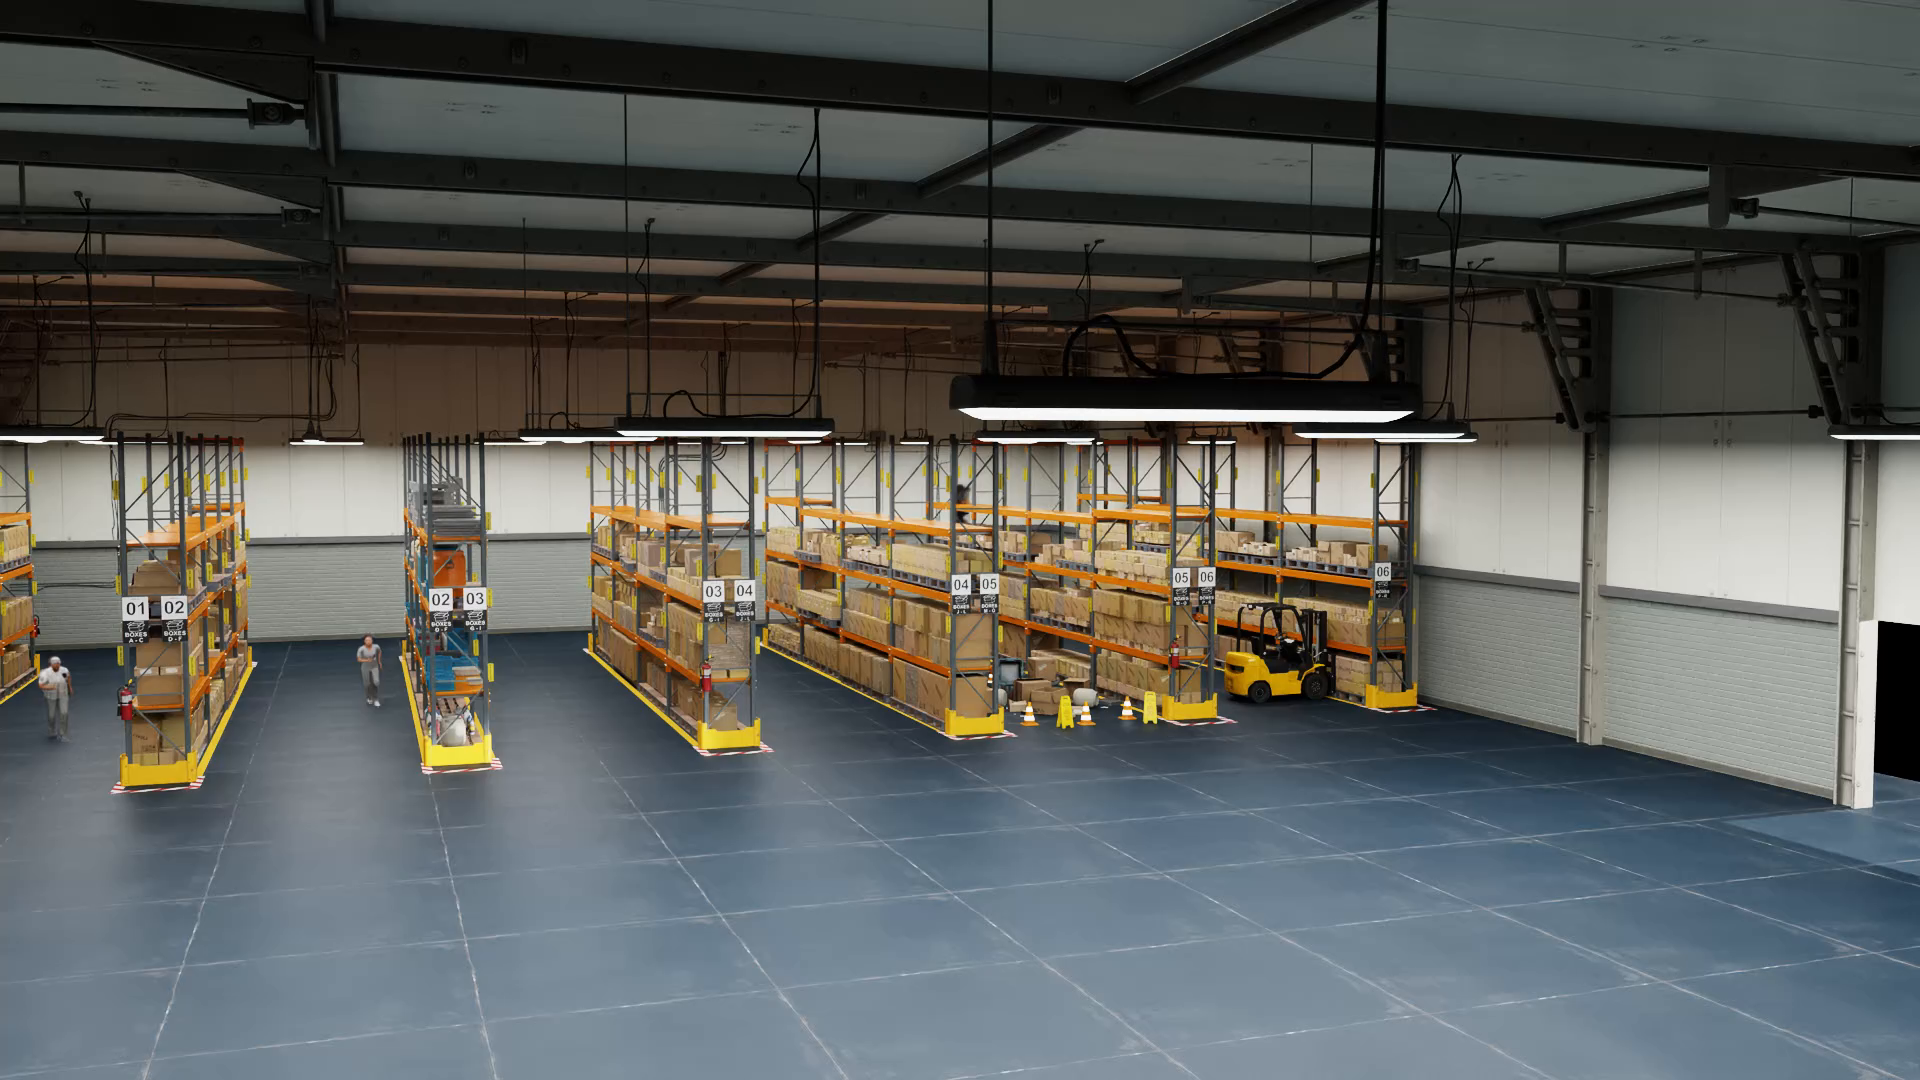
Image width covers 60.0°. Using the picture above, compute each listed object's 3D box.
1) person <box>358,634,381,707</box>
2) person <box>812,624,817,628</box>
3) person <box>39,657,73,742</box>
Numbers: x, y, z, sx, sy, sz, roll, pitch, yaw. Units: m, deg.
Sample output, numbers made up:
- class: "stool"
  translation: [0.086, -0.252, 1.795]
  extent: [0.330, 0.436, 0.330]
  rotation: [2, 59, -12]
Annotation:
- class: "person"
  translation: [-13.051, 2.872, 36.765]
  extent: [0.495, 1.609, 0.906]
  rotation: [-1, 3, -20]
- class: "person"
  translation: [-3.986, 2.131, 49.336]
  extent: [0.872, 1.702, 0.710]
  rotation: [-1, 3, -24]
- class: "person"
  translation: [-17.704, 3.088, 32.564]
  extent: [0.611, 1.646, 0.967]
  rotation: [-2, 4, -35]
